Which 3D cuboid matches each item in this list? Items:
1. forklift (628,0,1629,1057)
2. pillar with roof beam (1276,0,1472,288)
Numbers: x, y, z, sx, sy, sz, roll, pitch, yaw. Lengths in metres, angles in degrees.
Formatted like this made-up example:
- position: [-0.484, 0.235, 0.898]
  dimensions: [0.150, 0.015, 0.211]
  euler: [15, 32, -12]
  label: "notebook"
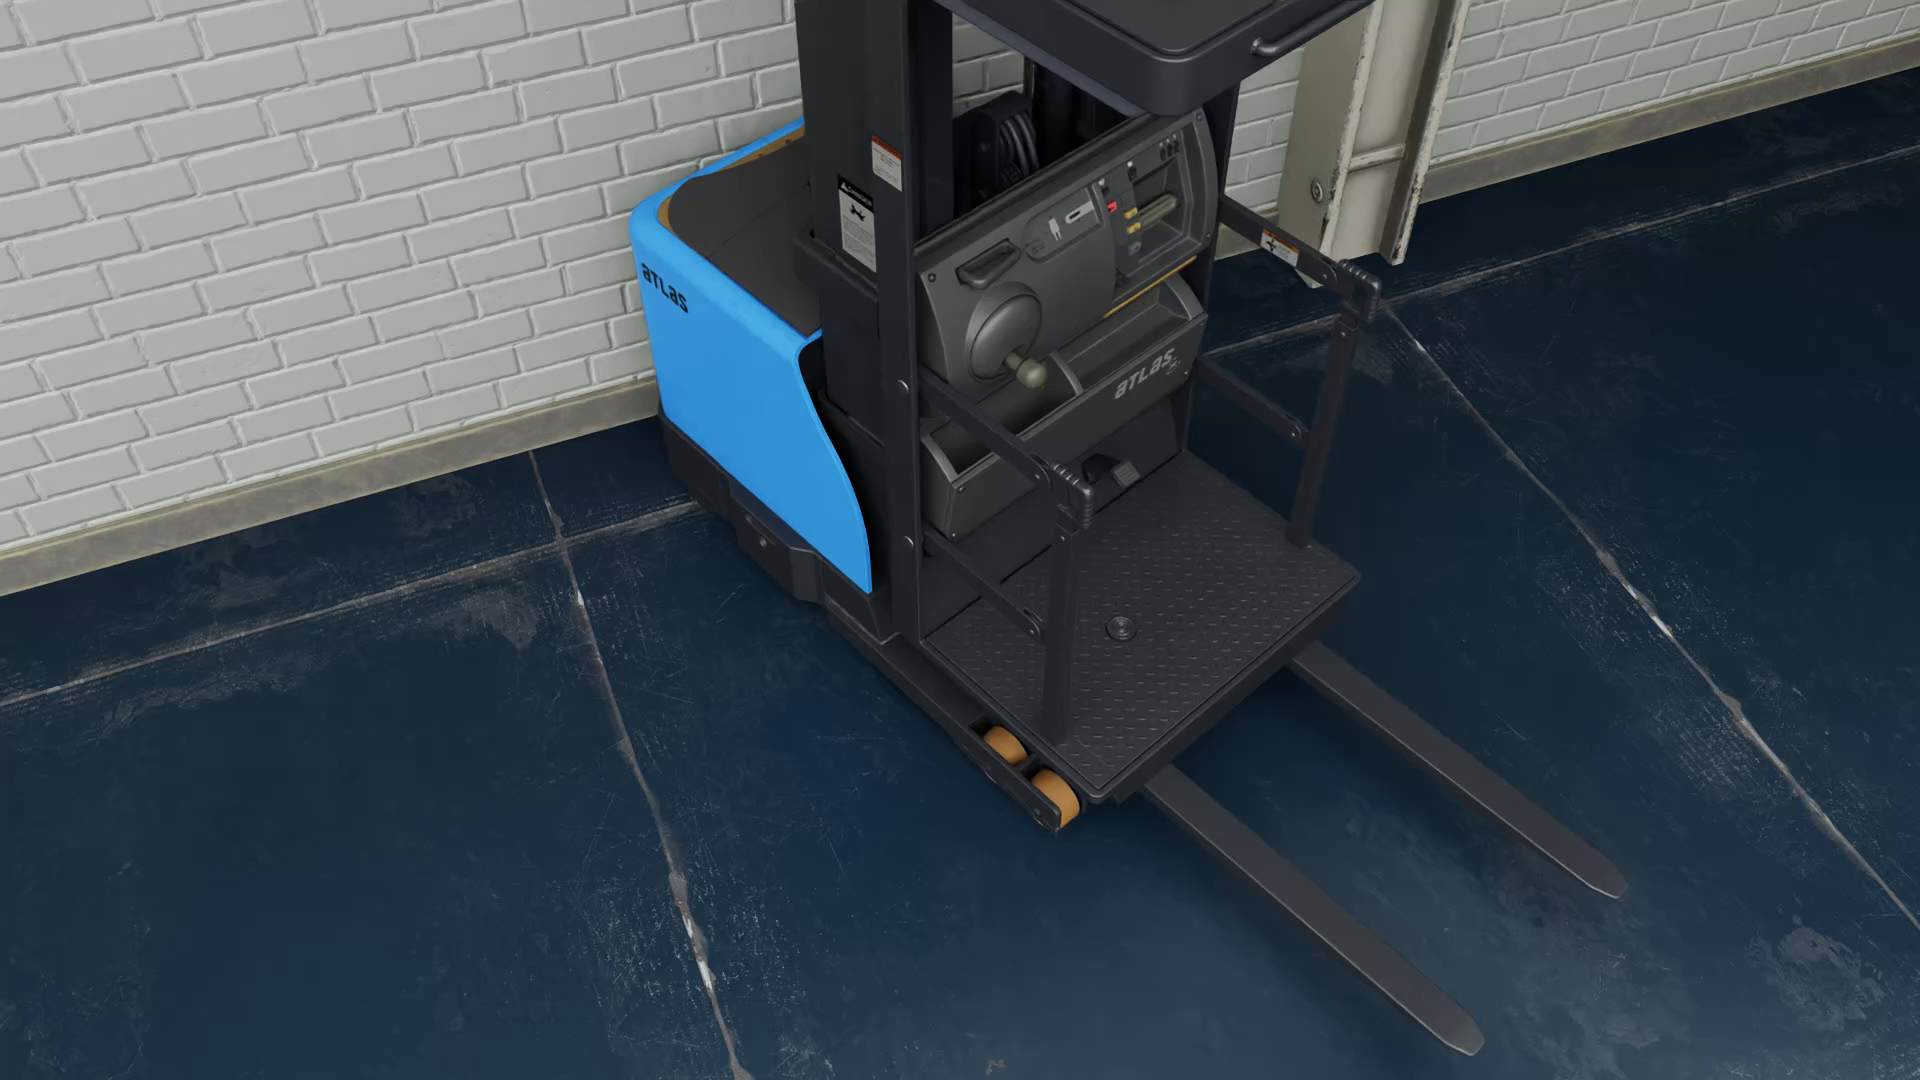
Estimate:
- position: [0.423, -0.608, 3.840]
  dimensions: [1.130, 2.935, 3.031]
  euler: [-35, 58, -26]
  label: "forklift"
- position: [3.027, -0.985, 0.164]
  dimensions: [0.400, 9.000, 9.100]
  euler: [-17, 52, -14]
  label: "pillar with roof beam"
